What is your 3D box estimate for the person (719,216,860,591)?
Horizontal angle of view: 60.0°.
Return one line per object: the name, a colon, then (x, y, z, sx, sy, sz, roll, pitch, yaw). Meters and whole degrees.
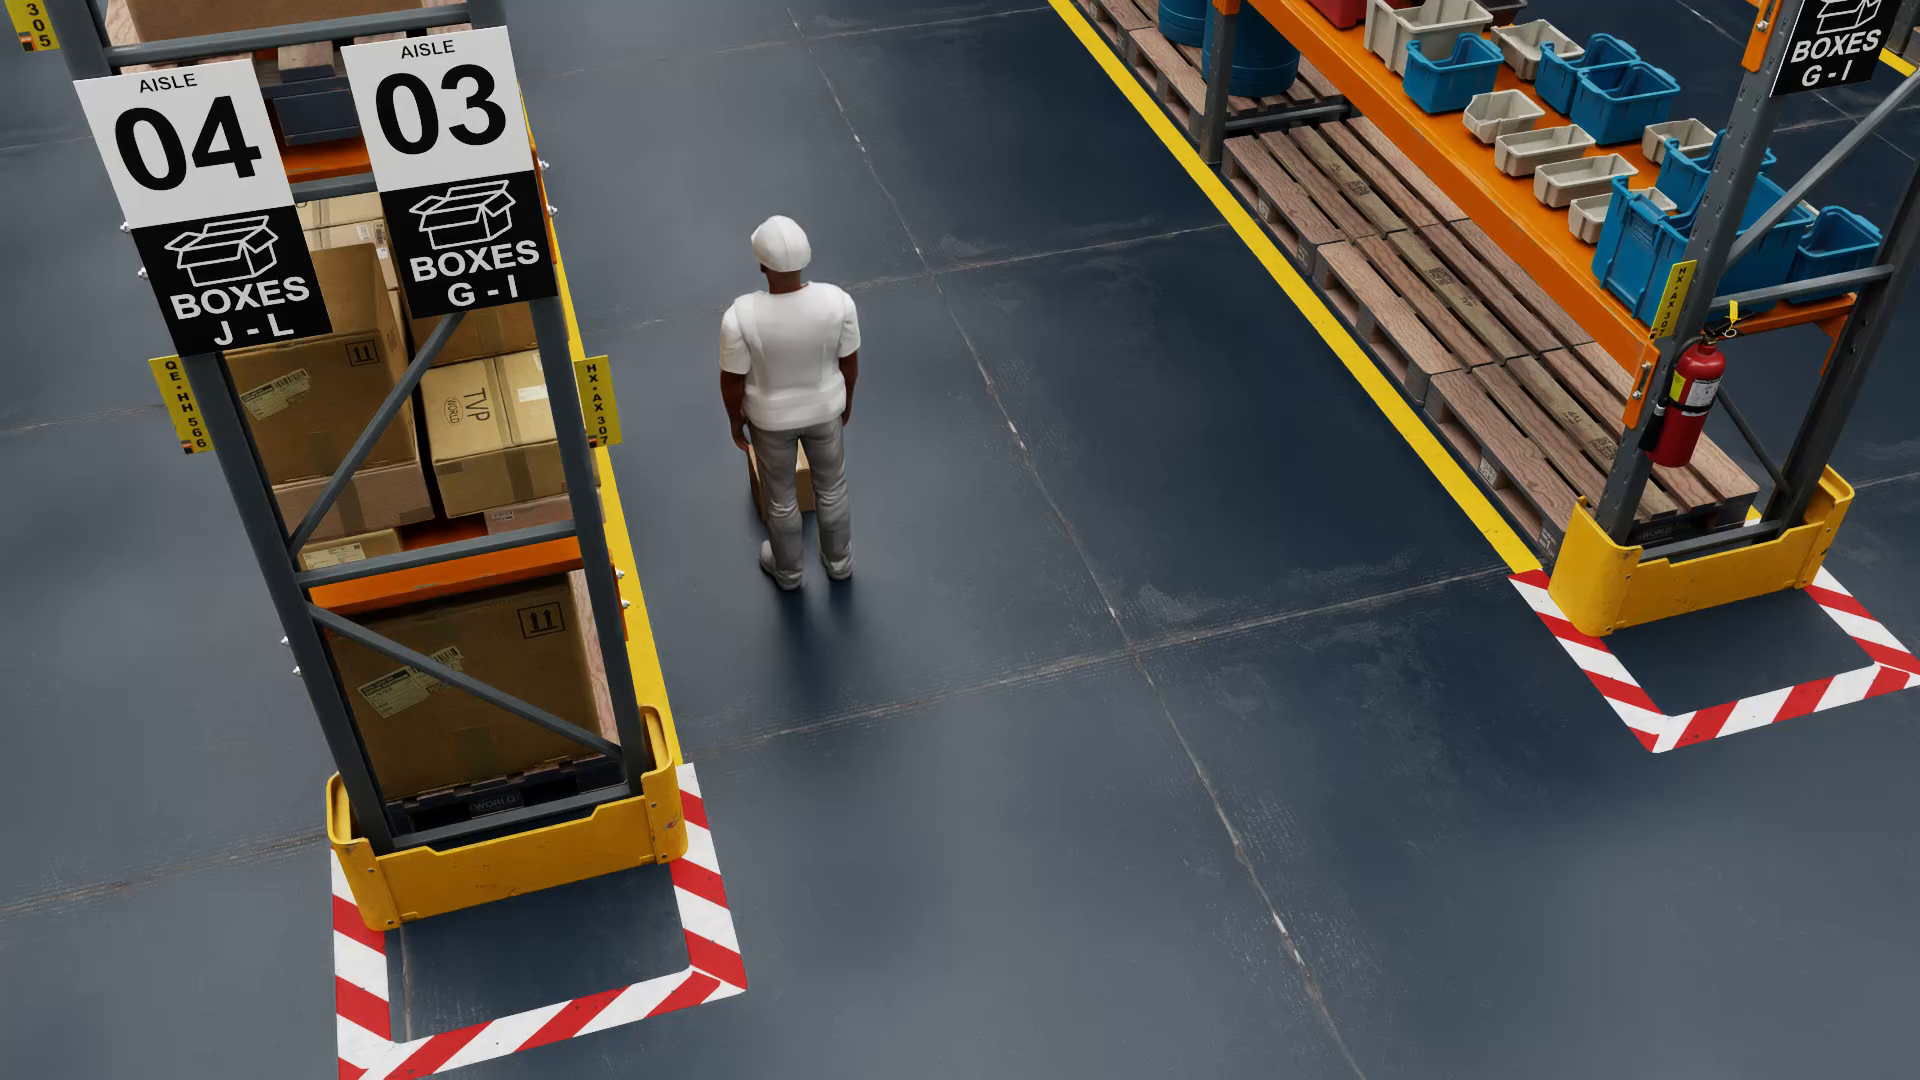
person: (-0.677, -0.535, 6.722, 0.563, 1.767, 0.363, -11, 43, -12)
